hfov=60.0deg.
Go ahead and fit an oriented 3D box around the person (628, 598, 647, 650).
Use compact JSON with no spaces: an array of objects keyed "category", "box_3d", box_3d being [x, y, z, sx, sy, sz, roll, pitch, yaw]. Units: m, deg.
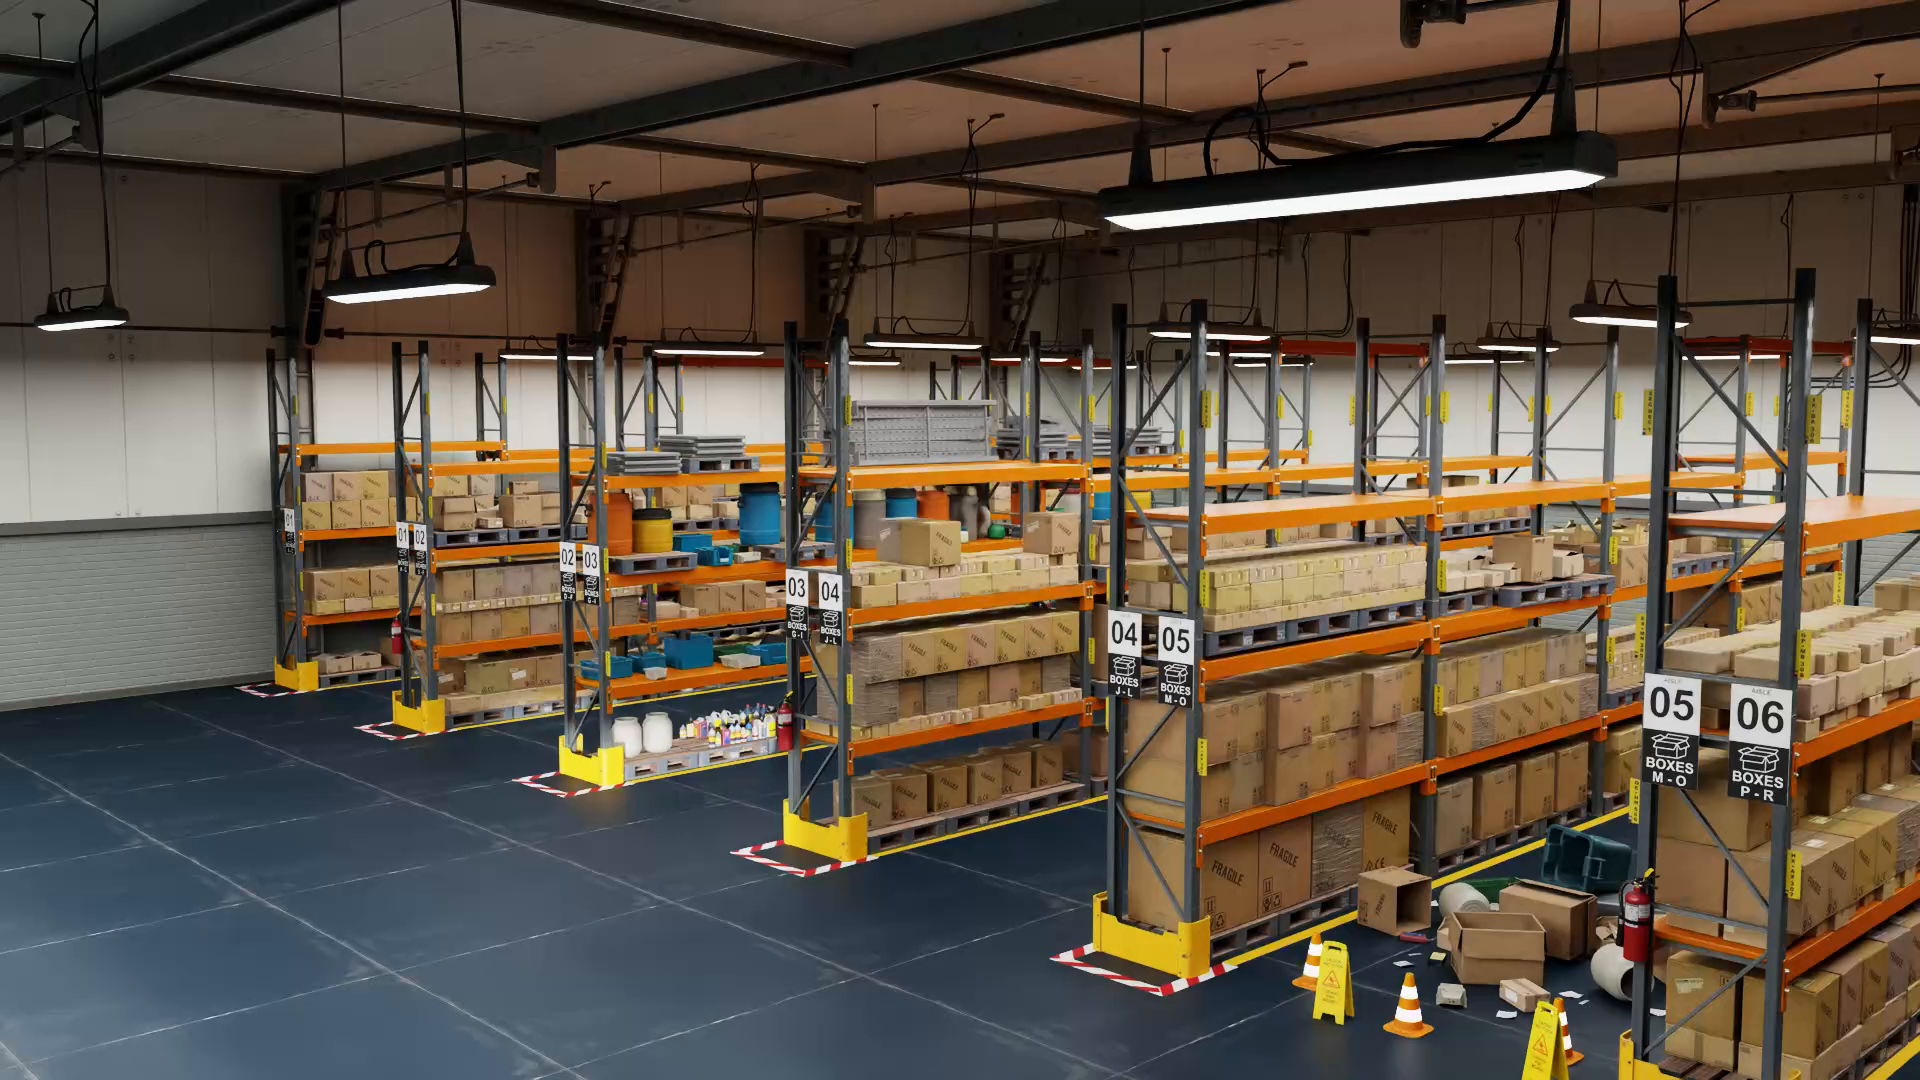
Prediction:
[{"category":"person","box_3d":[-6.241,1.654,31.627,0.730,1.565,0.924,2,5,19]}]
